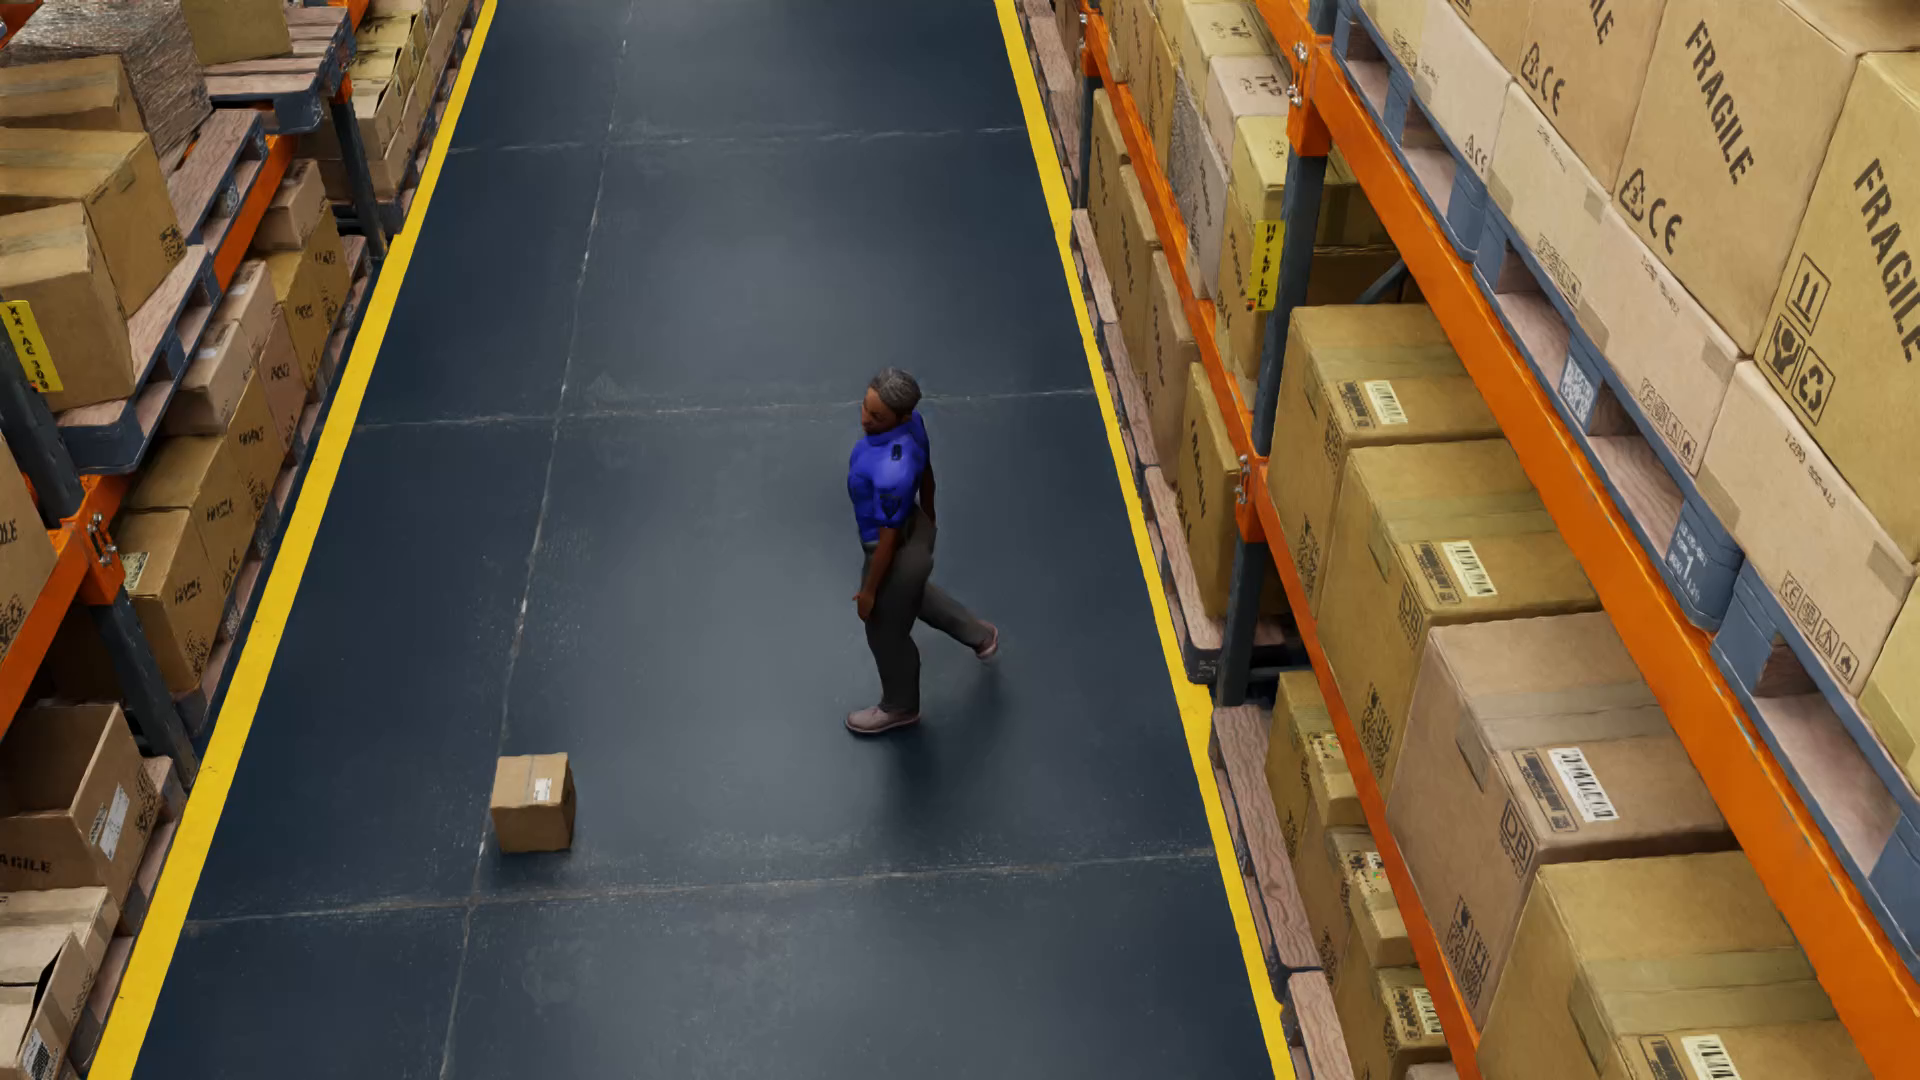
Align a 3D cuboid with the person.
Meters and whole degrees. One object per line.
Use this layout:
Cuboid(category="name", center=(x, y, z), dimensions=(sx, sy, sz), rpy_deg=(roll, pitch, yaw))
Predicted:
Cuboid(category="person", center=(-0.147, 0.006, 6.154), dimensions=(0.583, 1.656, 0.653), rpy_deg=(3, 39, 3))
